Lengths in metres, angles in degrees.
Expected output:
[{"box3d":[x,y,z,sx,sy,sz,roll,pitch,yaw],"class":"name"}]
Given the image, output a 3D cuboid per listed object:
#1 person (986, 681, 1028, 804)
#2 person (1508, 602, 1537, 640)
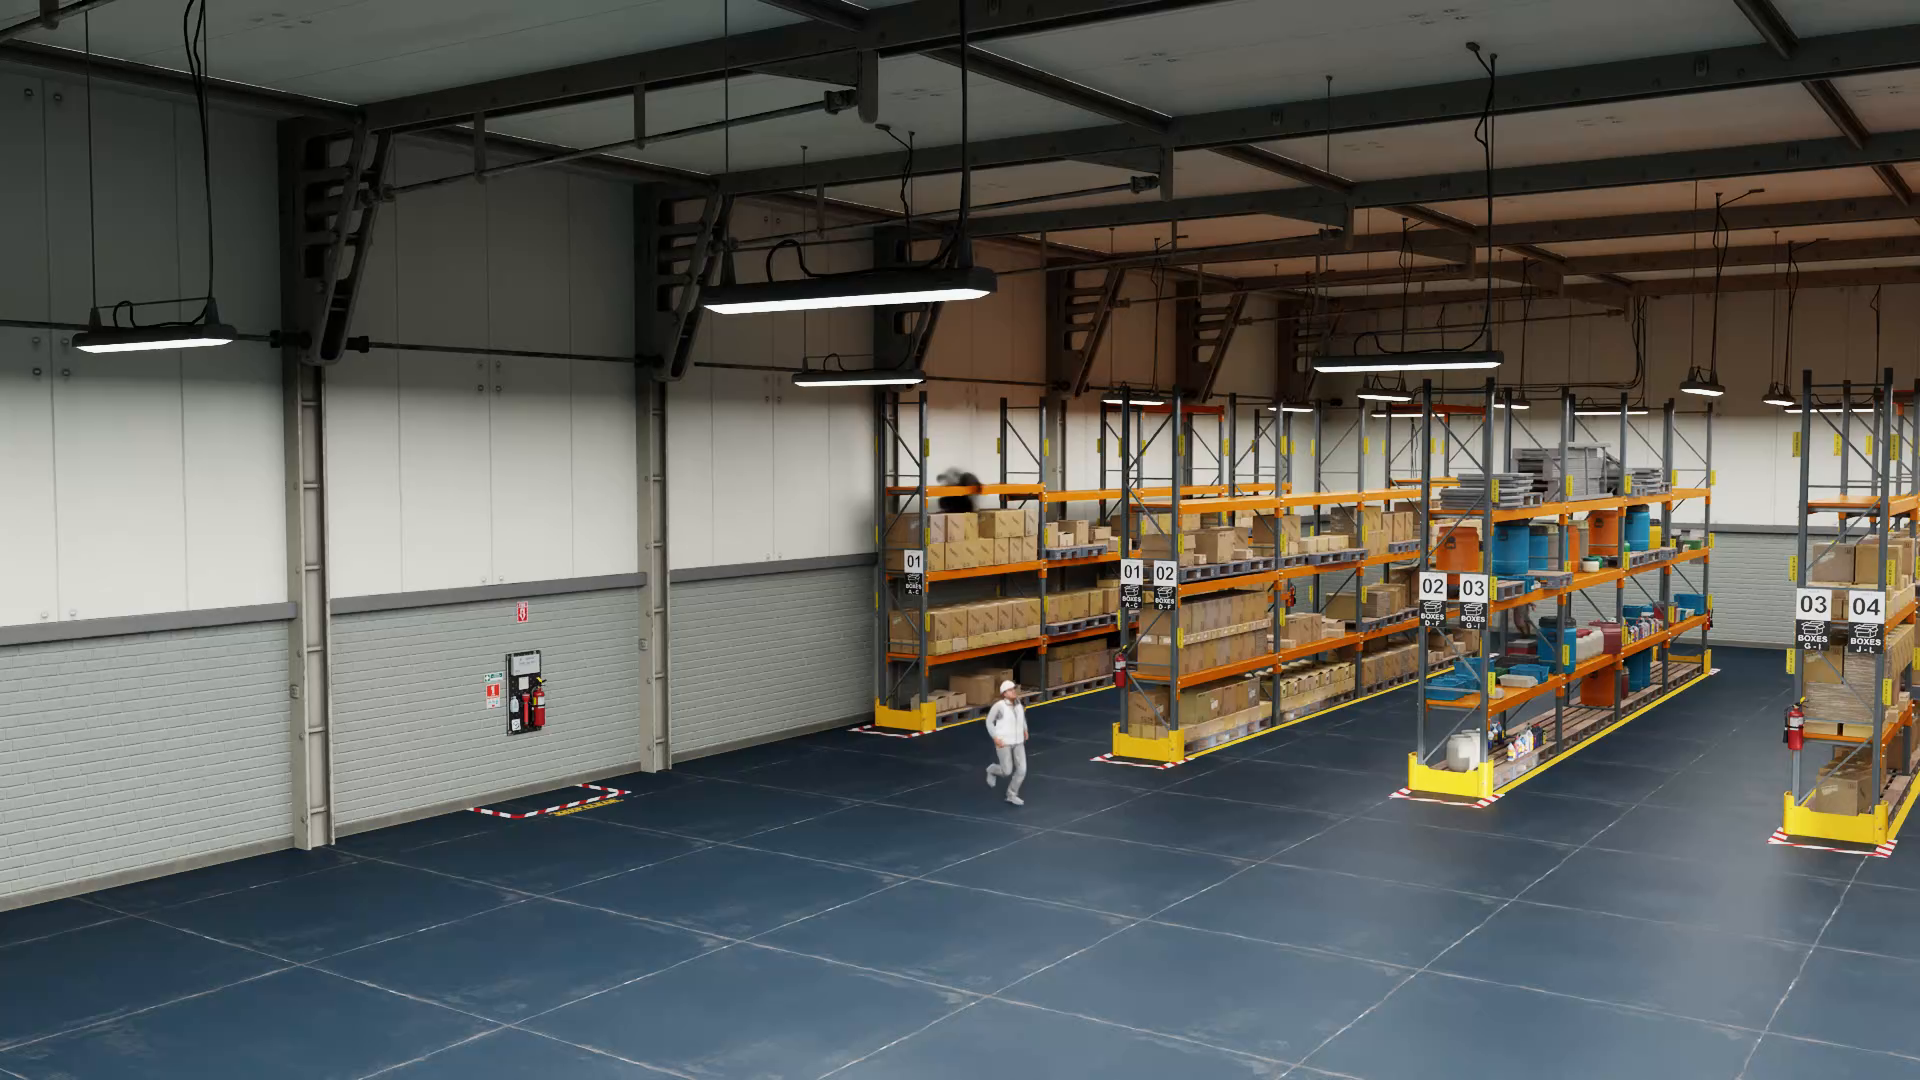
[{"box3d":[0.675,2.847,23.523,0.678,1.729,0.643,-2,4,-32],"class":"person"},{"box3d":[13.407,1.924,39.770,0.841,1.774,0.711,-1,3,-17],"class":"person"}]
